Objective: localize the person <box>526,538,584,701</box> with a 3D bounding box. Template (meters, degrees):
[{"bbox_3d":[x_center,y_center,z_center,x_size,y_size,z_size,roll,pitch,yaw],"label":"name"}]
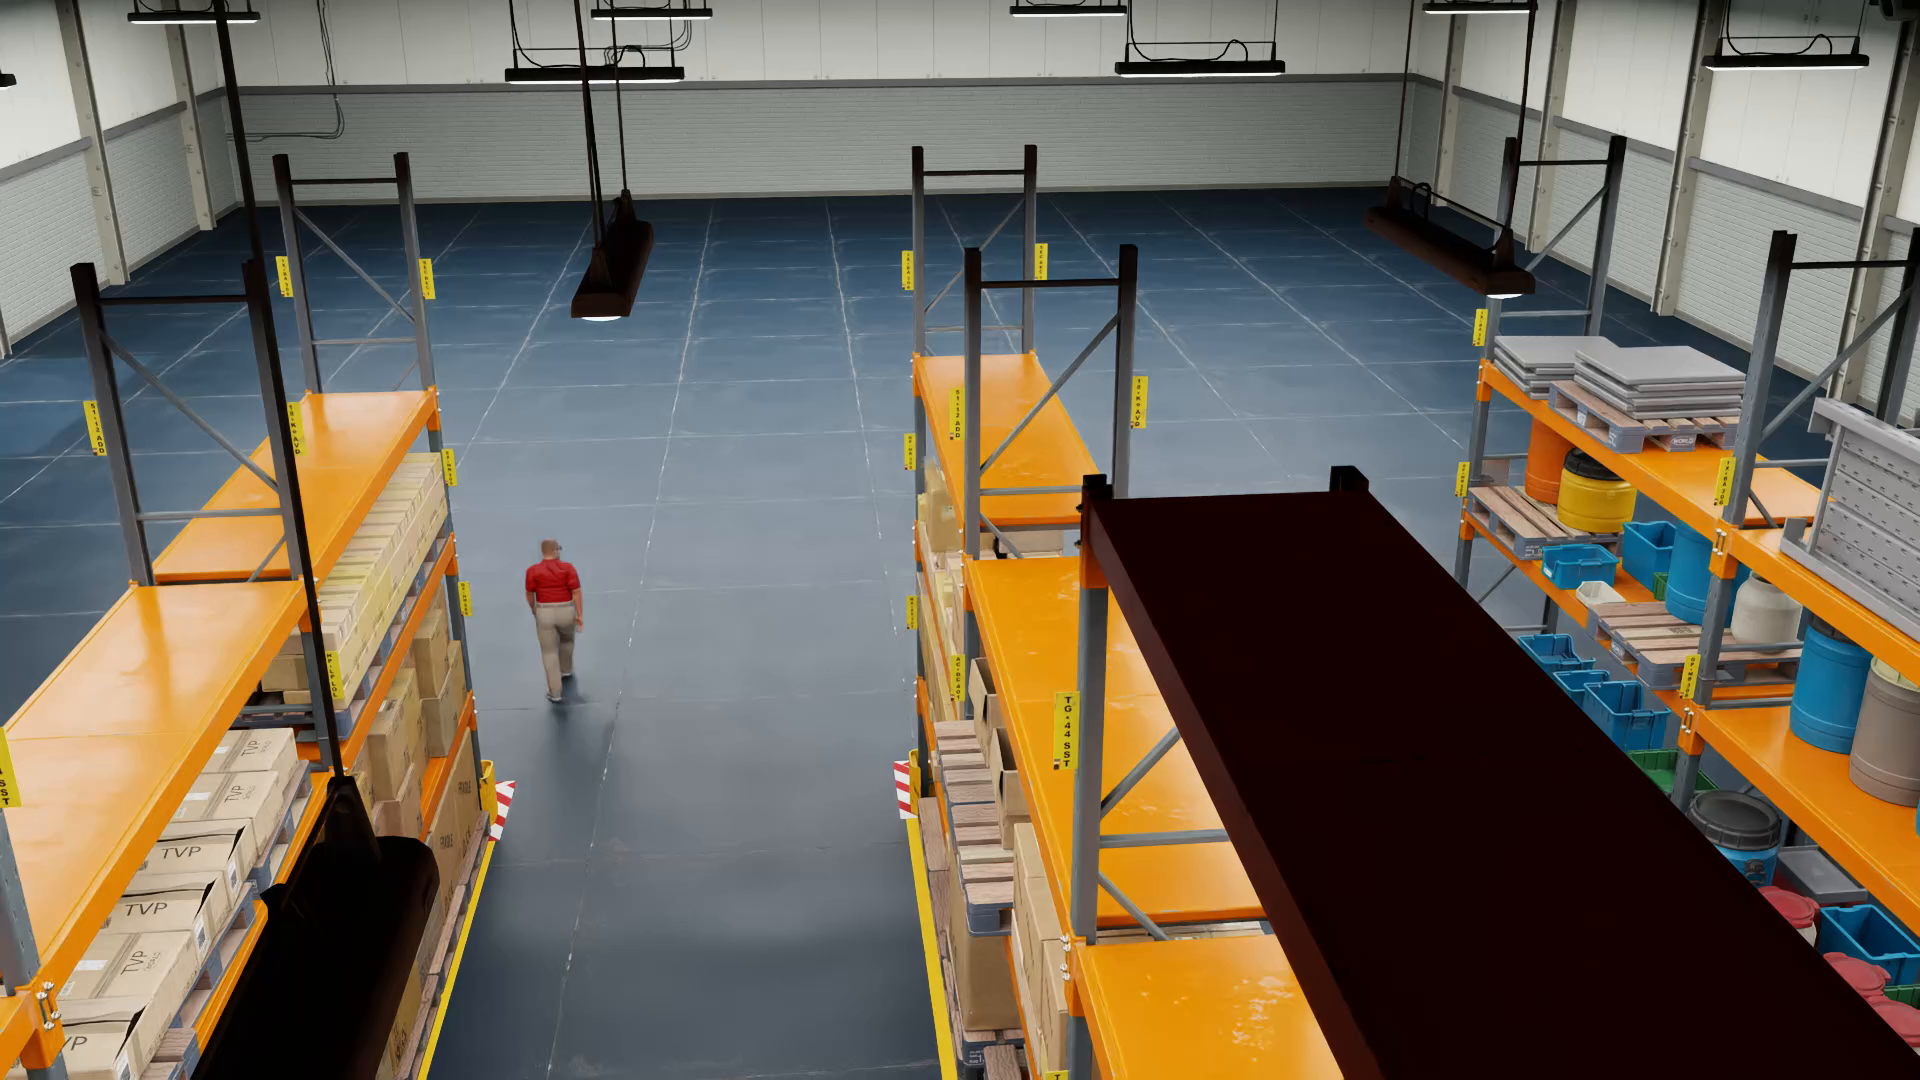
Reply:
[{"bbox_3d":[-4.223,0.756,17.377,0.563,1.691,0.932,-6,22,-14],"label":"person"}]
